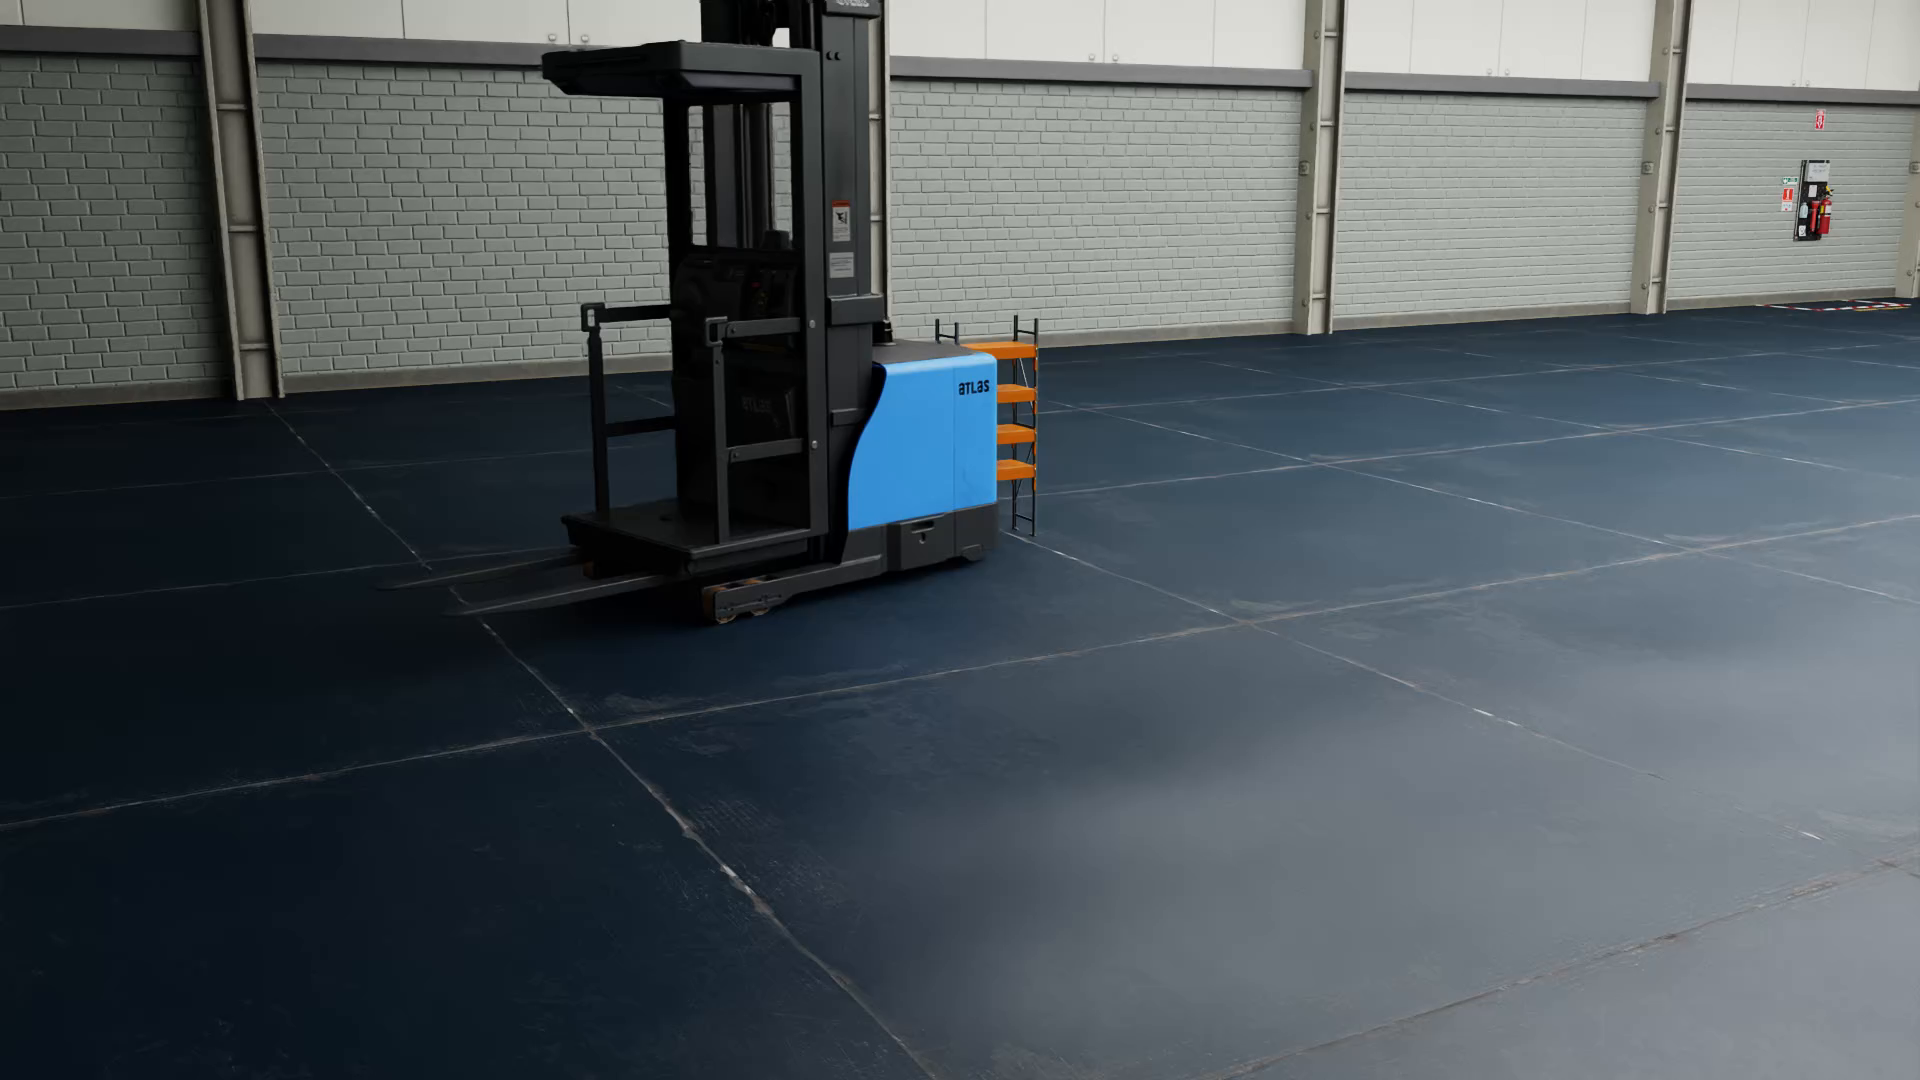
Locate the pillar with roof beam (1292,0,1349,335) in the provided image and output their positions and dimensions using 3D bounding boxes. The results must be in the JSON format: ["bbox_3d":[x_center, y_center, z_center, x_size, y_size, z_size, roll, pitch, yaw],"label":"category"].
[{"bbox_3d":[6.372,-6.095,15.699,0.400,9.000,9.100,-7,14,-28],"label":"pillar with roof beam"}]

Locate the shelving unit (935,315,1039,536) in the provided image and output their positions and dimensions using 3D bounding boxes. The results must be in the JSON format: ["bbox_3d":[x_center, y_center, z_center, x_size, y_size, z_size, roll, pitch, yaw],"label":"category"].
[{"bbox_3d":[0.145,-0.603,9.055,0.503,1.200,0.258,-7,14,-28],"label":"shelving unit"}]

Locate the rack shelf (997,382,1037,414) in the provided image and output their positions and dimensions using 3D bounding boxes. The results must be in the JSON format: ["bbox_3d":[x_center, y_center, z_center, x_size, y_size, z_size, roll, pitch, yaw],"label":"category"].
[{"bbox_3d":[0.145,-0.755,9.020,0.480,0.148,0.258,-7,14,-28],"label":"rack shelf"}]

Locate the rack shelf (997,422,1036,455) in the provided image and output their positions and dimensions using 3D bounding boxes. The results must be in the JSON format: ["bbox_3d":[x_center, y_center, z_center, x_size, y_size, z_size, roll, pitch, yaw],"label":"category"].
[{"bbox_3d":[0.145,-0.537,9.070,0.480,0.148,0.258,-7,14,-28],"label":"rack shelf"}]

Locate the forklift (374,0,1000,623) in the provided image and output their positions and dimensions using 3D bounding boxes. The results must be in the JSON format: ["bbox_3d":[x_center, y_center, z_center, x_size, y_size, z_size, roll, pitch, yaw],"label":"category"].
[{"bbox_3d":[-1.210,-1.185,7.697,3.031,2.935,1.130,-12,17,-42],"label":"forklift"}]

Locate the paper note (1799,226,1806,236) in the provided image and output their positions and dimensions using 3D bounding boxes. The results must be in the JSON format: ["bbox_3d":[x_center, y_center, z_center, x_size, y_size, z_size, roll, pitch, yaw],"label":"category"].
[{"bbox_3d":[12.466,-4.573,24.604,0.142,0.148,0.016,-7,14,-28],"label":"paper note"}]

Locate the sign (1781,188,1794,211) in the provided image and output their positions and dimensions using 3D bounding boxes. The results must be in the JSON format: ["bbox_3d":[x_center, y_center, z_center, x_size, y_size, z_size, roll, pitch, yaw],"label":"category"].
[{"bbox_3d":[12.120,-4.987,24.357,0.234,0.329,0.001,-7,14,-28],"label":"sign"}]

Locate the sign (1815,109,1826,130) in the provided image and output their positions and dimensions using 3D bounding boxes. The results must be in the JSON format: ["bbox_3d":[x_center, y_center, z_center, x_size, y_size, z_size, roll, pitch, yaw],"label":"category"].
[{"bbox_3d":[12.600,-6.157,24.358,0.199,0.298,0.001,-7,14,-28],"label":"sign"}]

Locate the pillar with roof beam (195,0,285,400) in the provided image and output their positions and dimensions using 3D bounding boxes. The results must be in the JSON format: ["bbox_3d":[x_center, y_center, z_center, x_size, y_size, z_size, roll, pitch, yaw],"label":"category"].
[{"bbox_3d":[-4.161,-4.833,10.089,0.400,9.000,9.100,-7,14,-28],"label":"pillar with roof beam"}]

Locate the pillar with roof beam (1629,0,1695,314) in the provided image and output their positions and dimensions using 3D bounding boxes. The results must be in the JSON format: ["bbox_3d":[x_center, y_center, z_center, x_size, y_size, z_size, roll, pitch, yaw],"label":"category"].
[{"bbox_3d":[11.638,-6.727,18.503,0.400,9.000,9.100,-7,14,-28],"label":"pillar with roof beam"}]

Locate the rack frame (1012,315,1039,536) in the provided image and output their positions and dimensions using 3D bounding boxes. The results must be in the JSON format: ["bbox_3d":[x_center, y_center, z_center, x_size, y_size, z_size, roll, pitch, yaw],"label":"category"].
[{"bbox_3d":[0.359,-0.628,9.169,0.015,1.200,0.240,-7,14,-28],"label":"rack frame"}]

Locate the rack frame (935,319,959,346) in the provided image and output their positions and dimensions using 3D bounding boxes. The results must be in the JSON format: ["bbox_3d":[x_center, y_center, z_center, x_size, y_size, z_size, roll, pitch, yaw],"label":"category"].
[{"bbox_3d":[-0.069,-0.577,8.941,0.015,1.200,0.240,-7,14,-28],"label":"rack frame"}]

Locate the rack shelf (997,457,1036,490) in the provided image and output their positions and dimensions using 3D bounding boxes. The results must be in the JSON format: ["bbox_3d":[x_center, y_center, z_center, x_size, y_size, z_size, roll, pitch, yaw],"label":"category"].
[{"bbox_3d":[0.145,-0.343,9.113,0.480,0.148,0.258,-7,14,-28],"label":"rack shelf"}]

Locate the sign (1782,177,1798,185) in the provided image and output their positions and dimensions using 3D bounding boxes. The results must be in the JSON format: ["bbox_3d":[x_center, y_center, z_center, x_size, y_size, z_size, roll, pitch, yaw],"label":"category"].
[{"bbox_3d":[12.128,-5.245,24.293,0.331,0.109,0.001,-7,14,-28],"label":"sign"}]

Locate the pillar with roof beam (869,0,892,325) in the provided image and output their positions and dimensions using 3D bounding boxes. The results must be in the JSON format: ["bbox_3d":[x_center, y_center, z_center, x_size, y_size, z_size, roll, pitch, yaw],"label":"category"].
[{"bbox_3d":[1.106,-5.464,12.894,0.400,9.000,9.100,-7,14,-28],"label":"pillar with roof beam"}]

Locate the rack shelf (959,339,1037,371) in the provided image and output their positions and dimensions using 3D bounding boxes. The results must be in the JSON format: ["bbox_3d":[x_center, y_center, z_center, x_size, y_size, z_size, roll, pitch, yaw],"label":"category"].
[{"bbox_3d":[0.145,-0.986,8.969,0.480,0.148,0.258,-7,14,-28],"label":"rack shelf"}]

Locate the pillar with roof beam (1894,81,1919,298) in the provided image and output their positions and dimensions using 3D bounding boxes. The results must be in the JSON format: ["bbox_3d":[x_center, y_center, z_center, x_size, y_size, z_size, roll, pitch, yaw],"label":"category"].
[{"bbox_3d":[16.905,-7.358,21.308,0.400,9.000,9.100,-7,14,-28],"label":"pillar with roof beam"}]

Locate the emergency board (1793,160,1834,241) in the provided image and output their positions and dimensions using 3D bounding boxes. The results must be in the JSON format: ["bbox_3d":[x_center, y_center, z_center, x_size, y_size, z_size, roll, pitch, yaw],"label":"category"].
[{"bbox_3d":[12.655,-5.008,24.531,0.643,1.169,0.194,-7,14,-28],"label":"emergency board"}]
